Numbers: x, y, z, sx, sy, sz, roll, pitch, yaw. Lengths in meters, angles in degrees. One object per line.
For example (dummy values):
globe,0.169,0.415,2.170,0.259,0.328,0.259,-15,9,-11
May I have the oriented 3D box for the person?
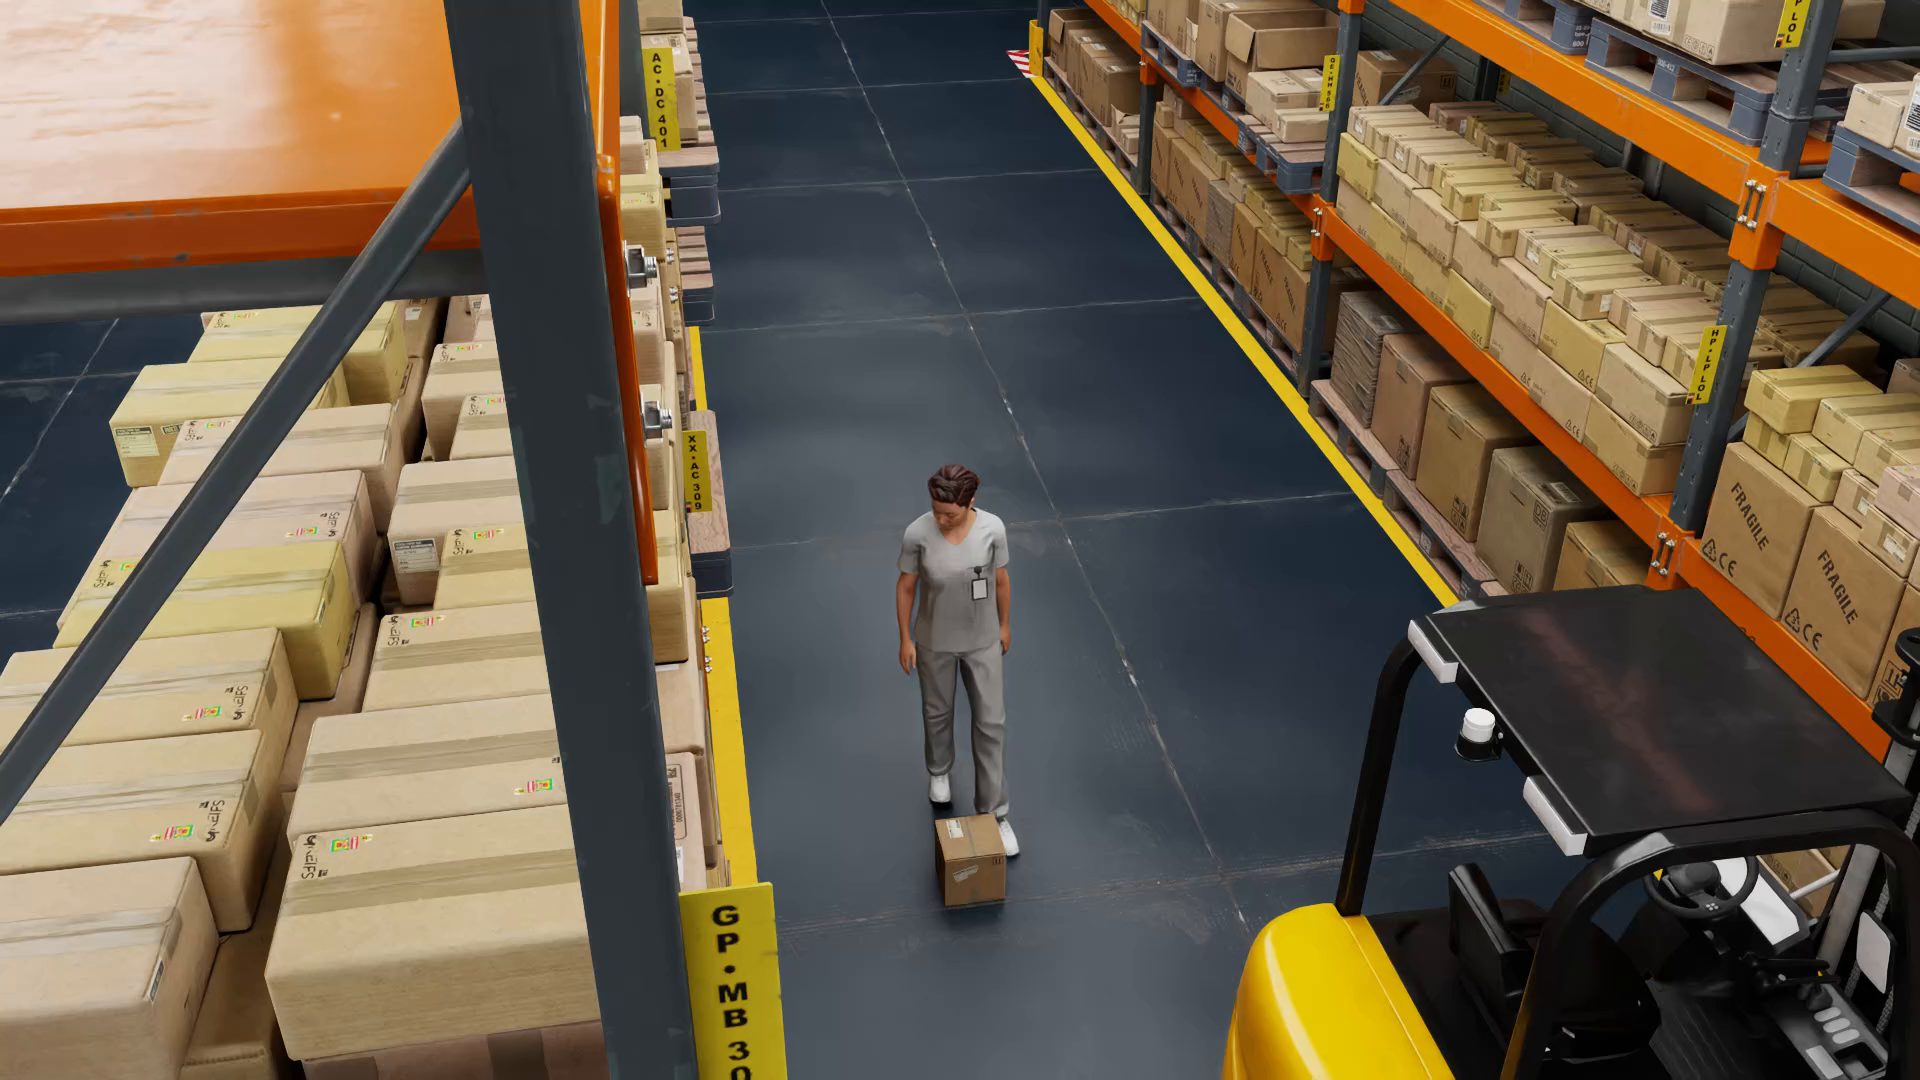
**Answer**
person,-0.010,0.468,6.818,0.489,1.656,0.663,-2,31,-3
